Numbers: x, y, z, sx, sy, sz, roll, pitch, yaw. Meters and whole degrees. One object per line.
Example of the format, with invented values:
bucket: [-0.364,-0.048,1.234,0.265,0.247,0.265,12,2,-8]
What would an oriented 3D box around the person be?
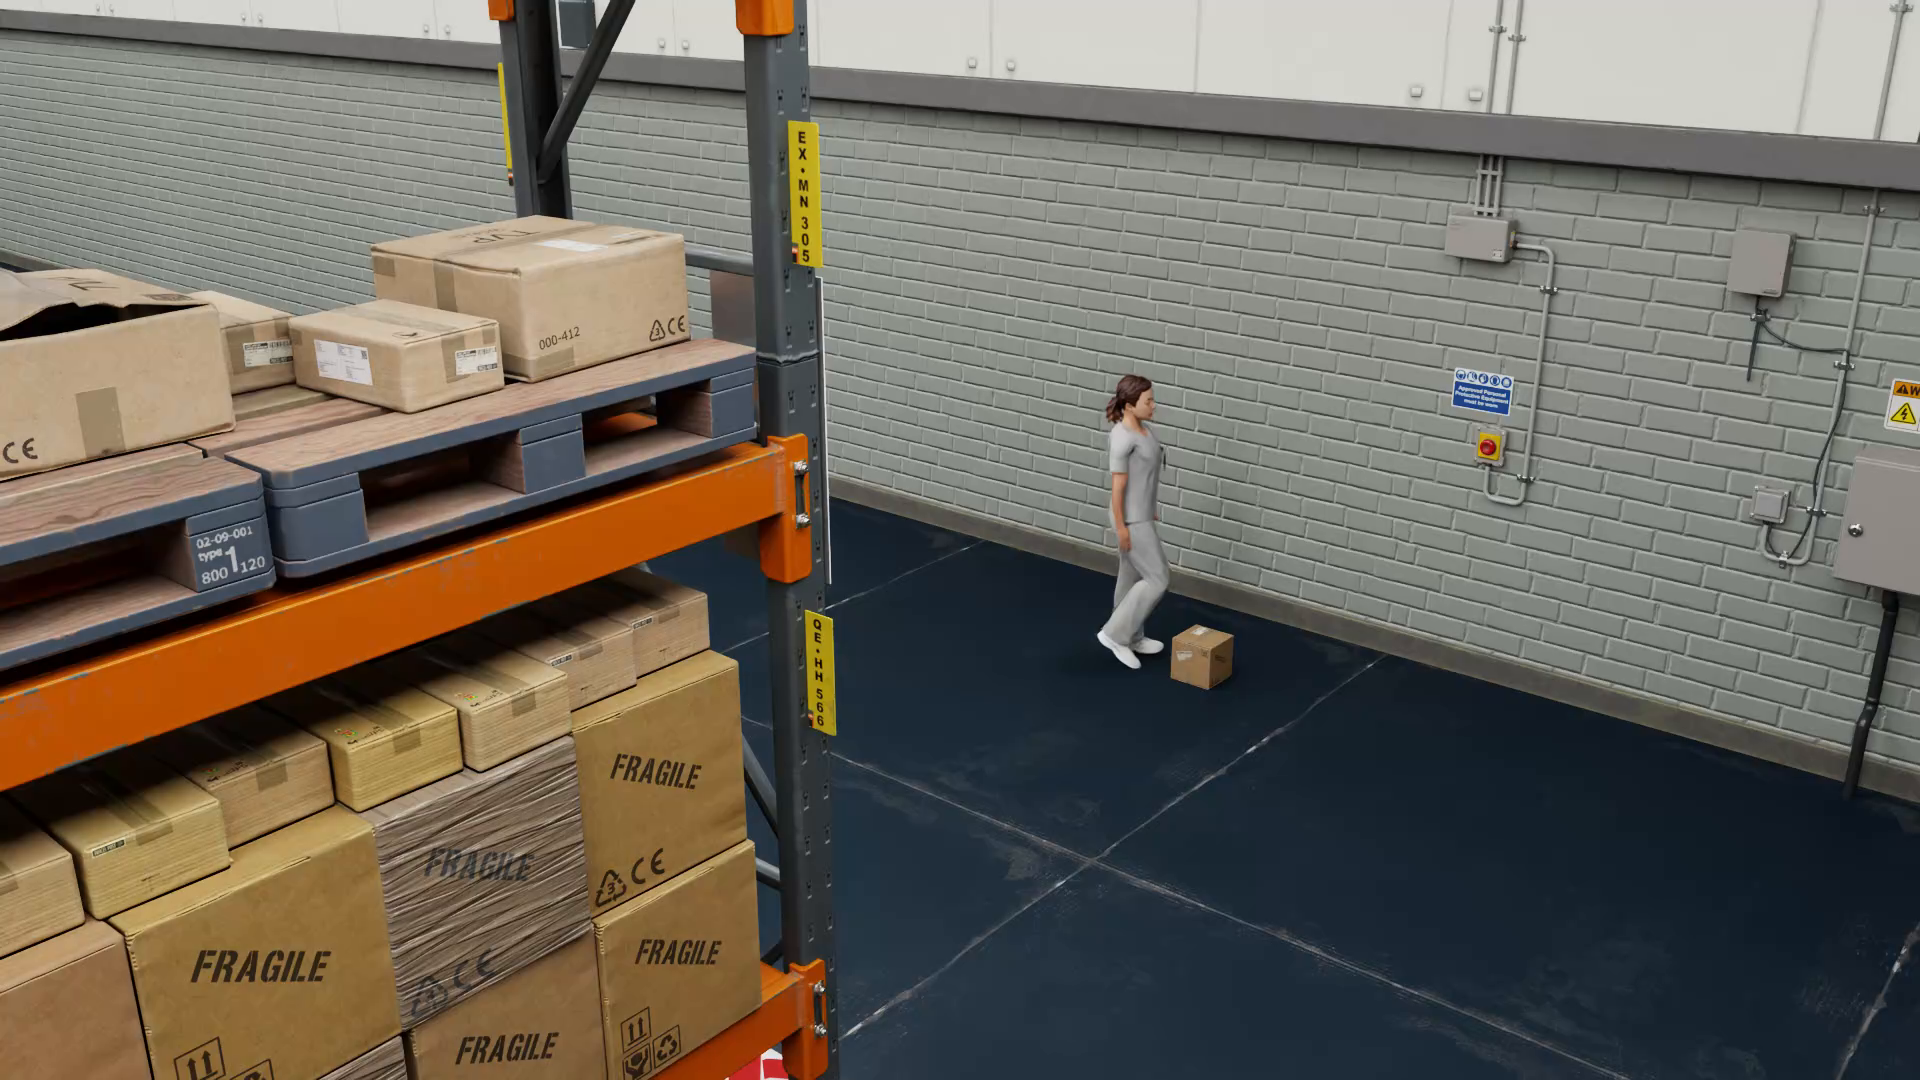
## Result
person: [1.009,-0.114,9.375,0.434,1.684,0.460,6,21,17]
